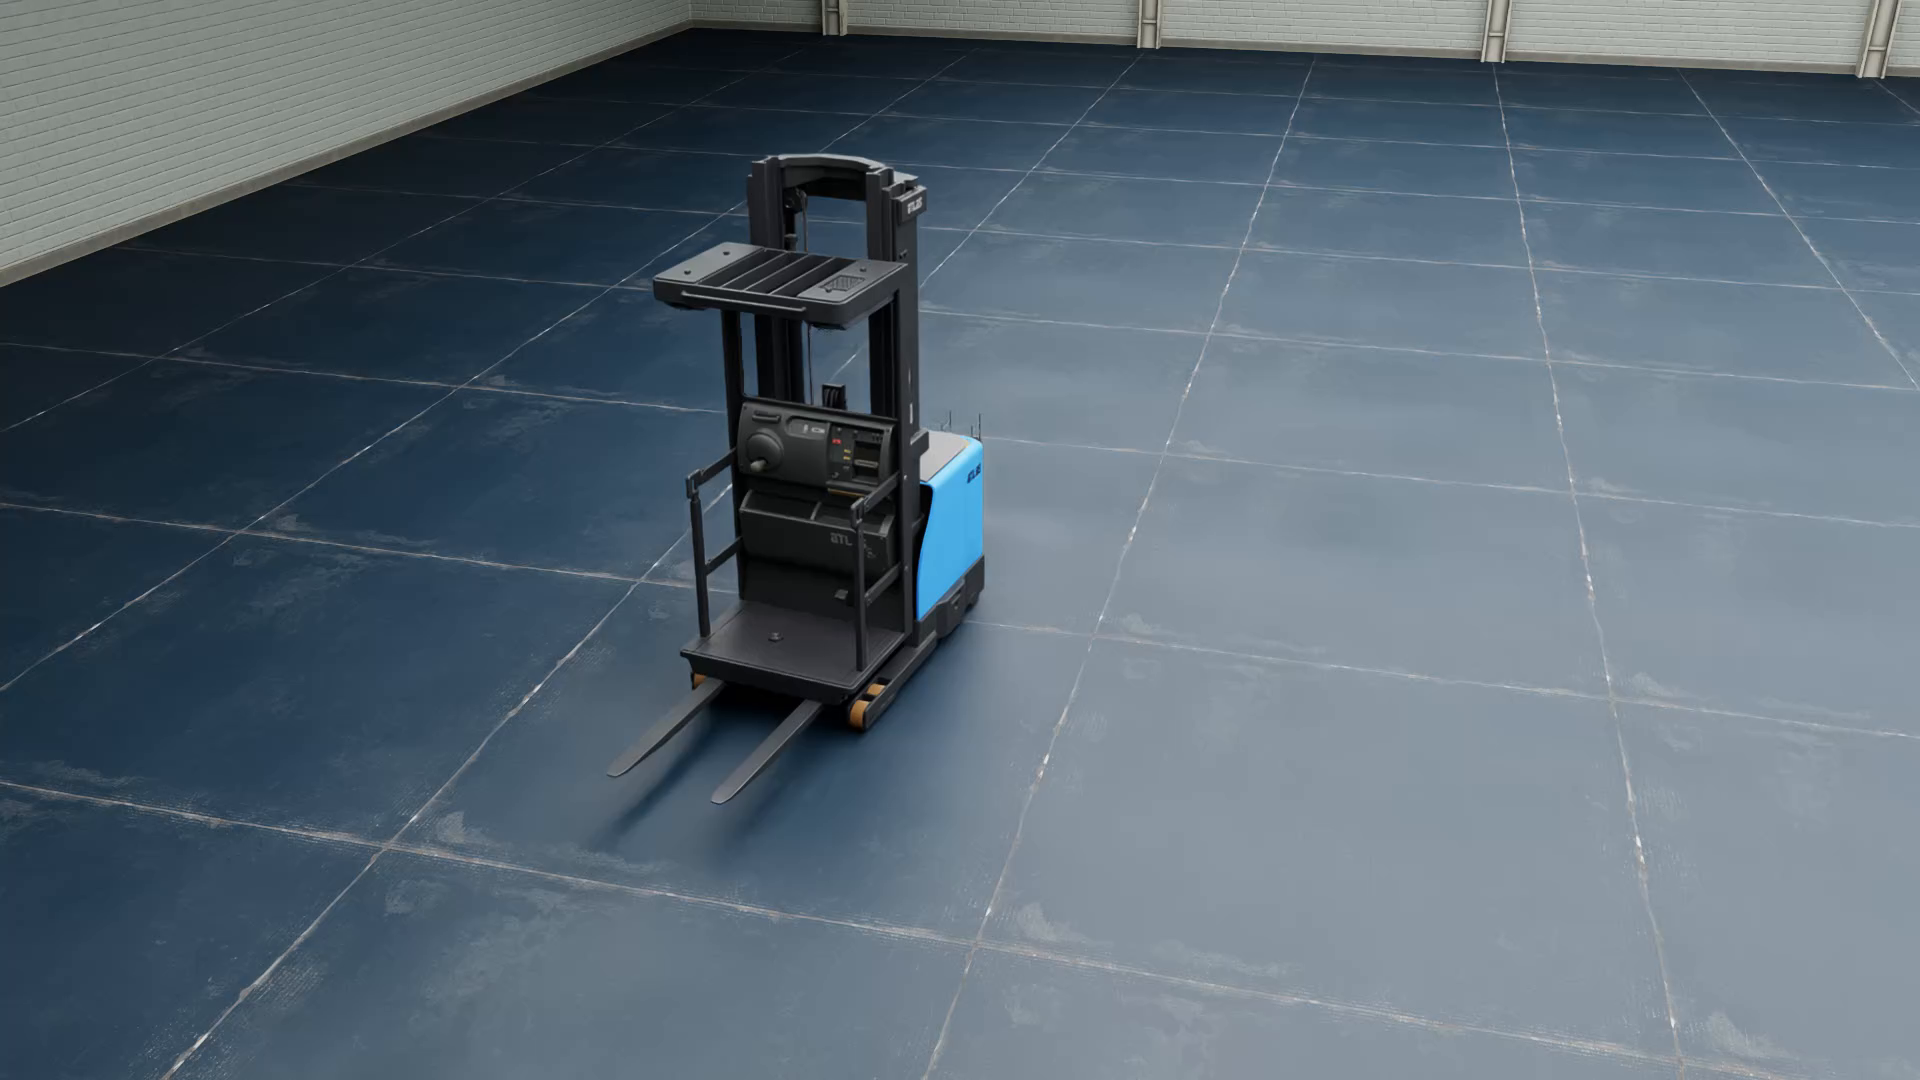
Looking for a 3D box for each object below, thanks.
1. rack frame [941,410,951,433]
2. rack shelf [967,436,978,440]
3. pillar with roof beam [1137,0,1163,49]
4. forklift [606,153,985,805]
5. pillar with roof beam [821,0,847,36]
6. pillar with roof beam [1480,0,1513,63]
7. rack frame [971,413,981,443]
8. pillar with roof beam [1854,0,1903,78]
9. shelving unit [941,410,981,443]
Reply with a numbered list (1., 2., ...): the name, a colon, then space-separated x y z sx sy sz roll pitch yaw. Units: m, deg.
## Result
1. rack frame: -0.091 -0.416 11.235 0.006 0.900 0.240 6 26 13
2. rack shelf: 0.008 -0.619 11.110 0.200 0.077 0.258 6 26 13
3. pillar with roof beam: 2.365 -11.237 24.542 0.400 9.000 9.100 6 26 13
4. forklift: -0.888 -0.479 9.004 1.130 2.935 3.031 10 27 21
5. pillar with roof beam: -3.446 -11.880 25.891 0.400 9.000 9.100 6 26 13
6. pillar with roof beam: 8.176 -10.595 23.193 0.400 9.000 9.100 6 26 13
7. rack frame: 0.106 -0.395 11.189 0.006 0.900 0.240 6 26 13
8. pillar with roof beam: 13.987 -9.953 21.843 0.400 9.000 9.100 6 26 13
9. shelving unit: 0.008 -0.405 11.212 0.210 0.900 0.258 6 26 13
